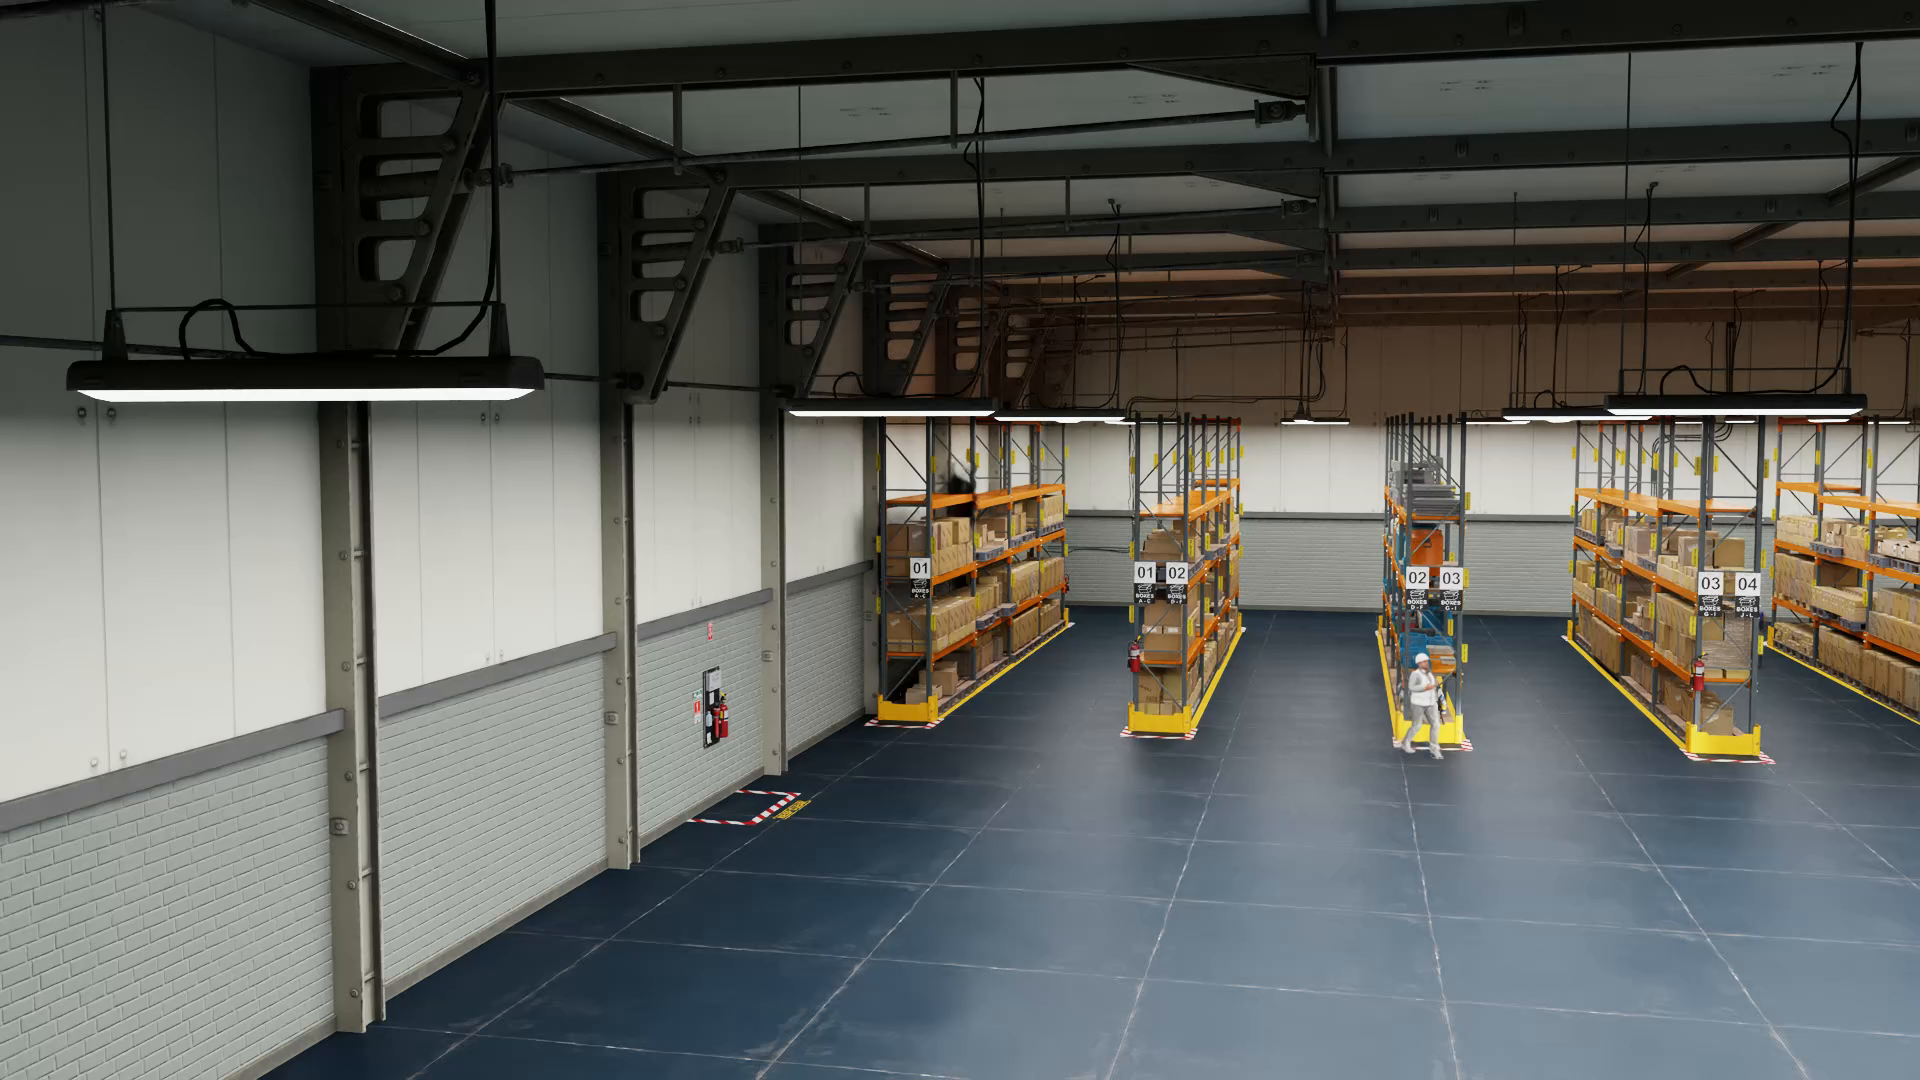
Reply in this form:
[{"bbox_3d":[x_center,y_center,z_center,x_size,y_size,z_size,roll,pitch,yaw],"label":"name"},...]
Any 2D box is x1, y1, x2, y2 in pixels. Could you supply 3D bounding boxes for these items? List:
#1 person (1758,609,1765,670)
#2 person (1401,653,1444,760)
[{"bbox_3d":[18.879,2.240,39.493,0.564,1.714,0.712,1,4,7],"label":"person"},{"bbox_3d":[8.016,2.881,28.849,0.656,1.835,0.751,-2,5,-32],"label":"person"}]
